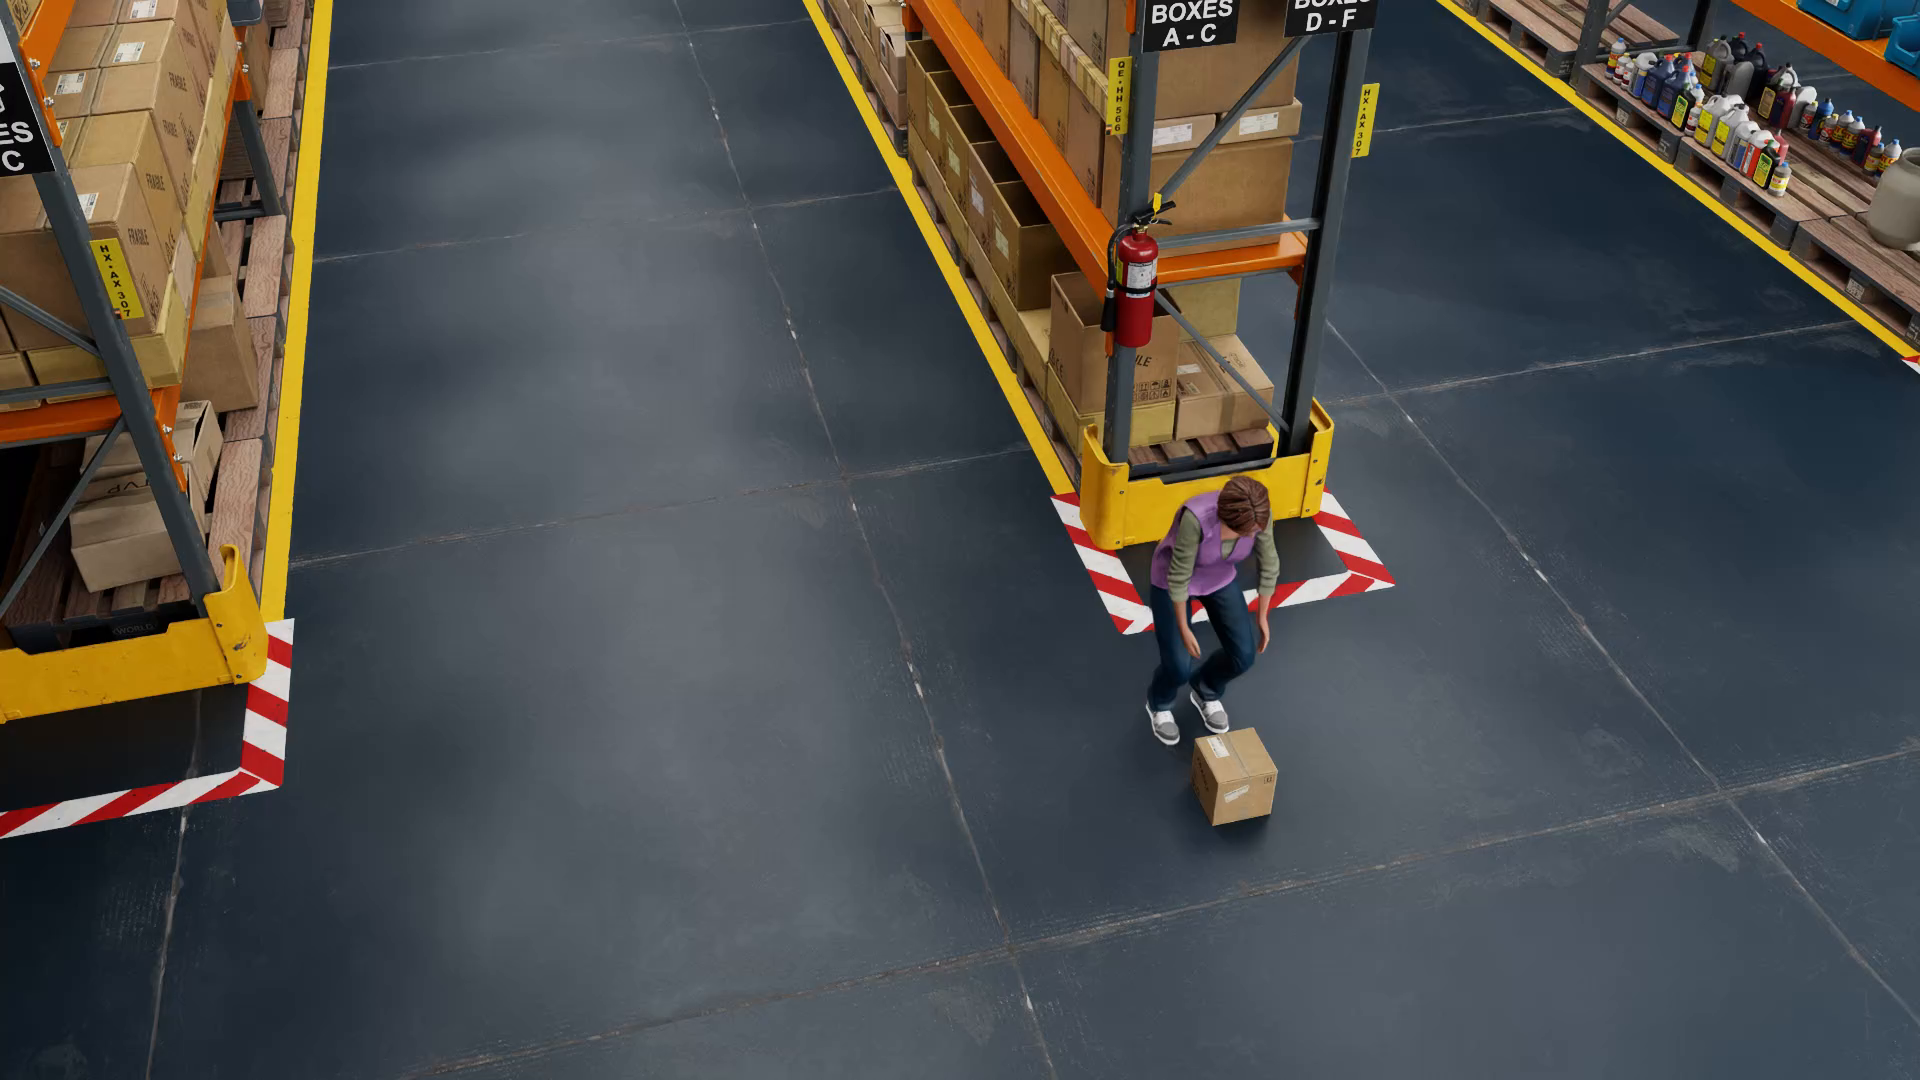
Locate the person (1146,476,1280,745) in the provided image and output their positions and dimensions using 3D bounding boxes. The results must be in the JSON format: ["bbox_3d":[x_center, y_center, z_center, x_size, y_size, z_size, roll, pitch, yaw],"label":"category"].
[{"bbox_3d":[1.000,0.231,6.598,0.458,1.400,0.581,-9,40,-11],"label":"person"}]
